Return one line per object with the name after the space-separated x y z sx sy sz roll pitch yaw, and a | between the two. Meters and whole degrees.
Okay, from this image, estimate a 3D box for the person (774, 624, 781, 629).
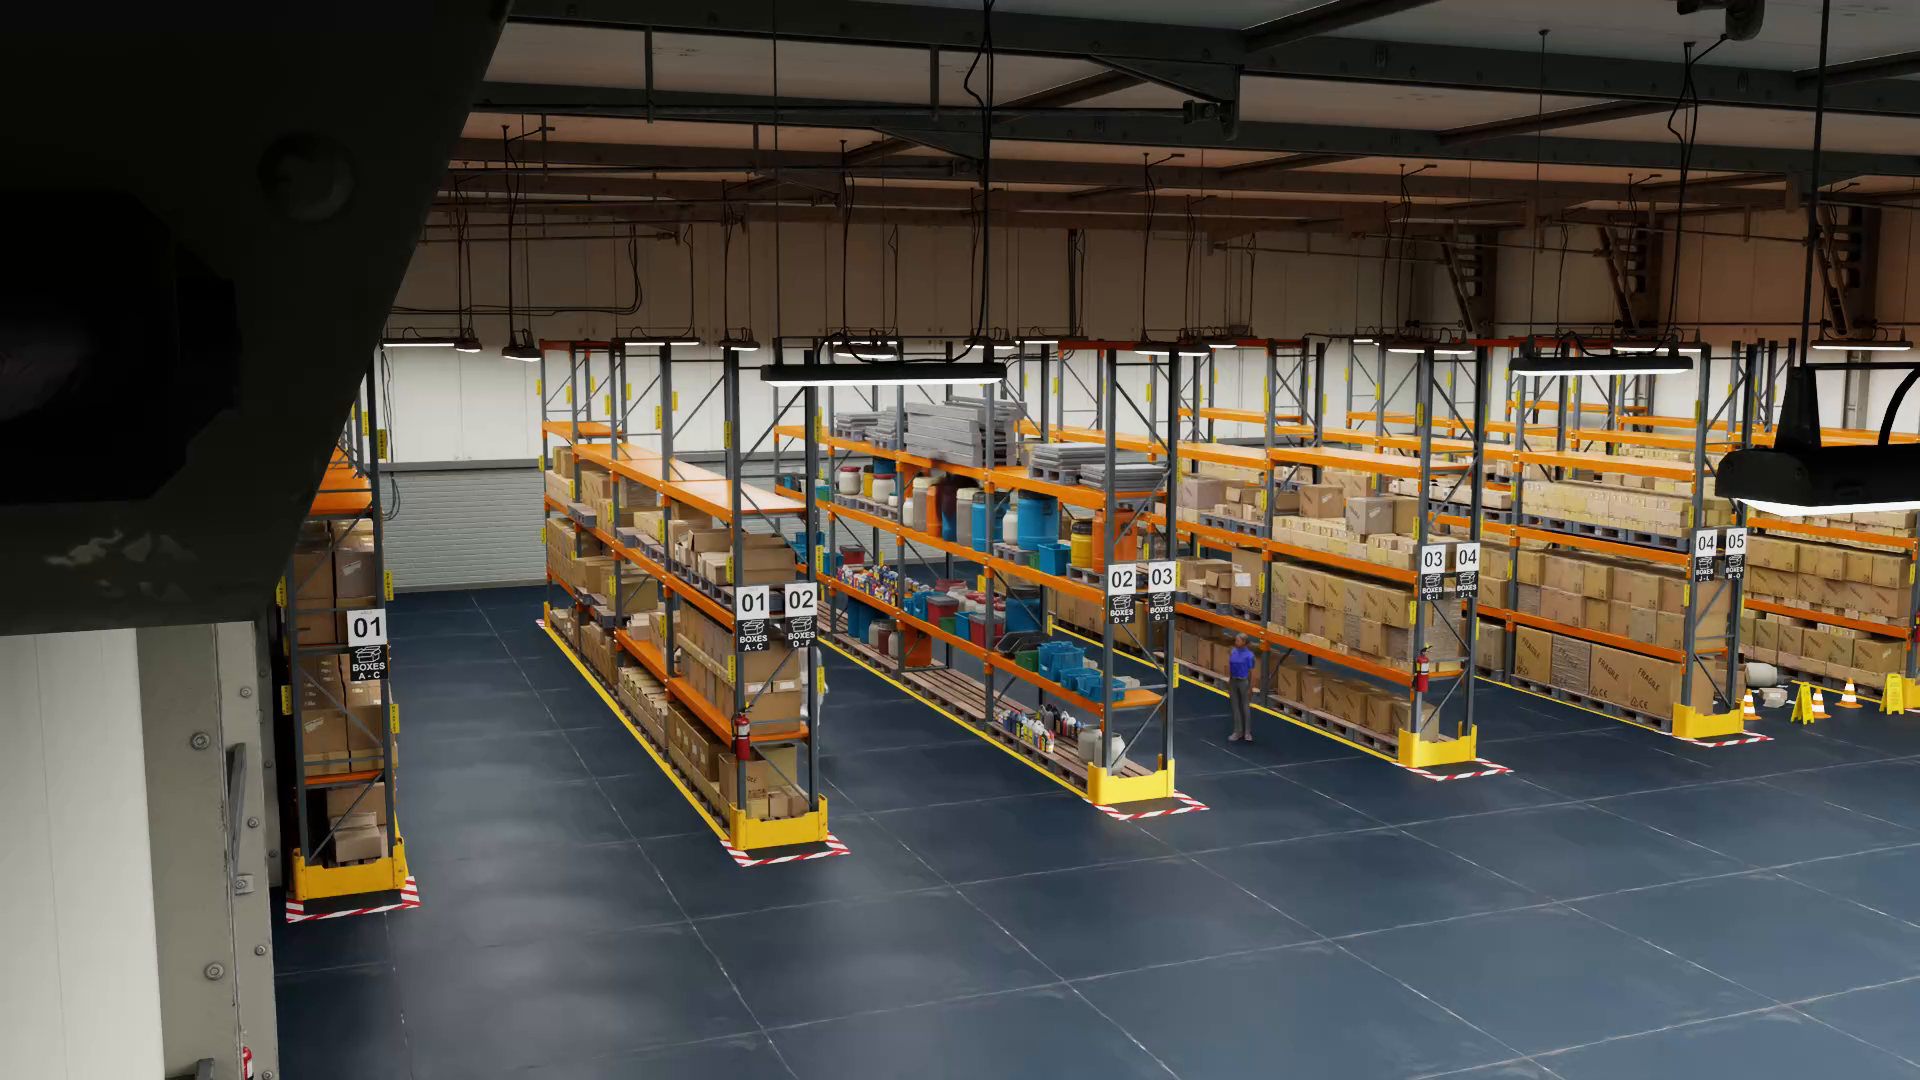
-3.466 1.671 29.587 0.531 1.640 0.975 -4 8 -27 | person

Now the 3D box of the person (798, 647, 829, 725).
-2.260 2.174 24.997 0.567 1.777 0.497 2 8 15 | person

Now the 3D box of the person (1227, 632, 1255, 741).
4.295 2.241 25.321 0.503 1.667 0.351 7 10 43 | person
